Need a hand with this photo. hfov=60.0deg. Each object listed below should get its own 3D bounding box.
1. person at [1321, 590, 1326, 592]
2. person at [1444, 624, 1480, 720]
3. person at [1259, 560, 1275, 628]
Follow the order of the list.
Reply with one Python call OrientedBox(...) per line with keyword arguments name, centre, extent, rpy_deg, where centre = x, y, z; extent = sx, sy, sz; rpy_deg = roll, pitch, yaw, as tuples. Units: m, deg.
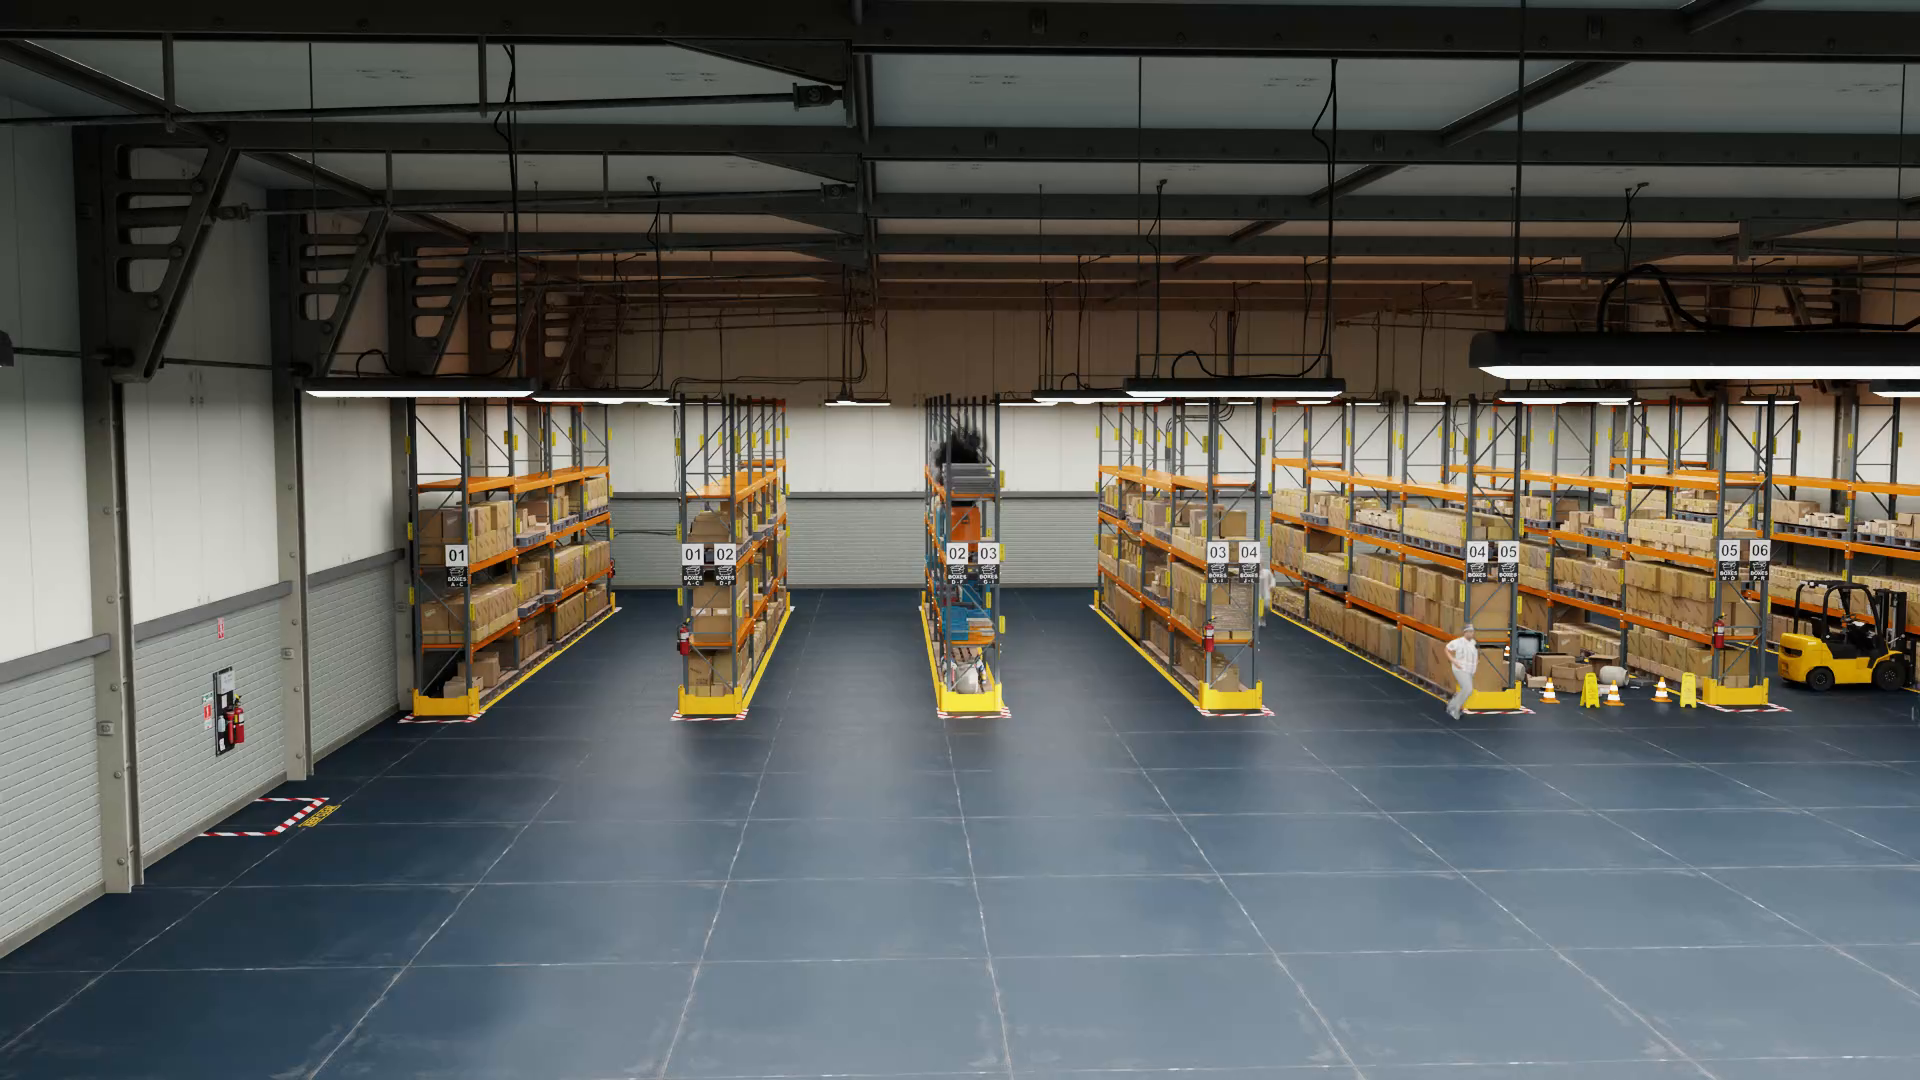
OrientedBox(name="person", centre=(10.626, 1.100, 48.500), extent=(0.611, 1.657, 0.652), rpy_deg=(-3, 6, -37))
OrientedBox(name="person", centre=(9.335, 2.435, 30.750), extent=(0.687, 1.799, 0.621), rpy_deg=(-3, 5, -33))
OrientedBox(name="person", centre=(7.902, 1.418, 43.558), extent=(0.719, 1.765, 0.727), rpy_deg=(0, 5, 3))
